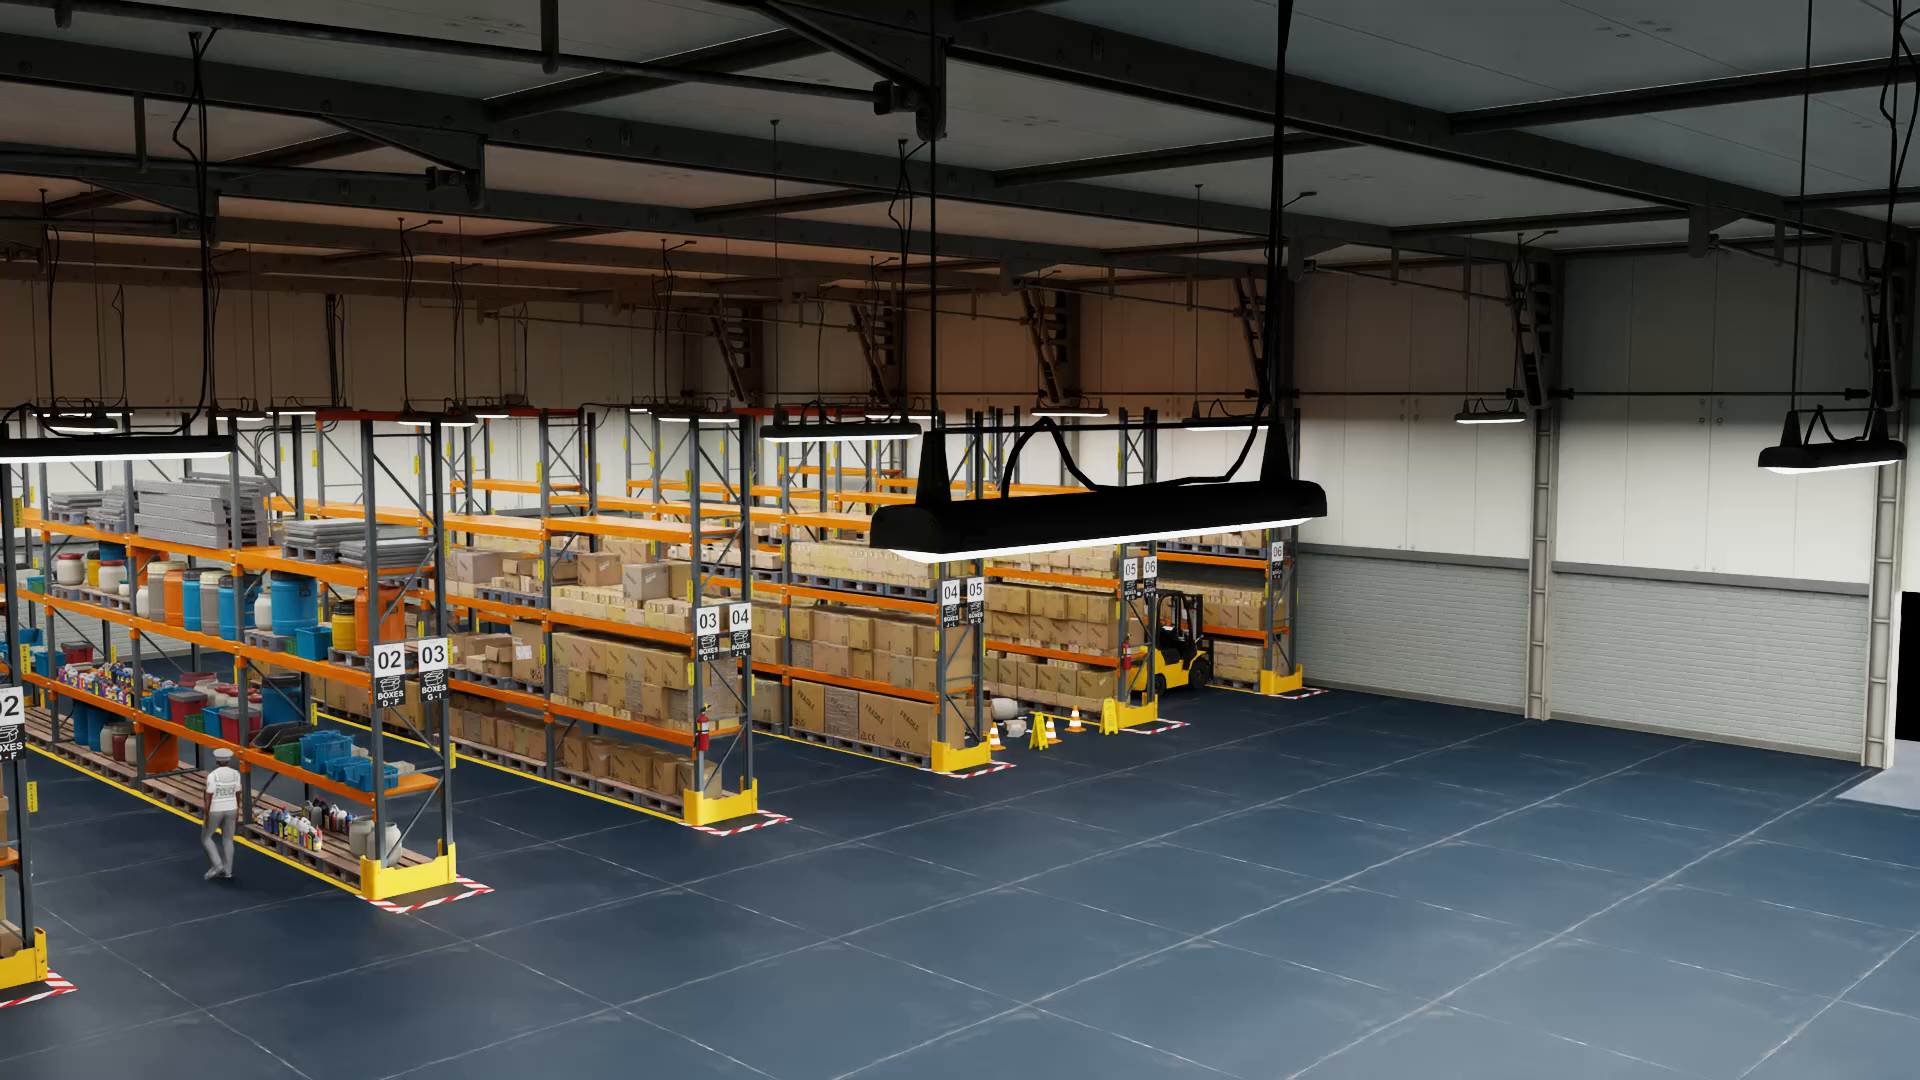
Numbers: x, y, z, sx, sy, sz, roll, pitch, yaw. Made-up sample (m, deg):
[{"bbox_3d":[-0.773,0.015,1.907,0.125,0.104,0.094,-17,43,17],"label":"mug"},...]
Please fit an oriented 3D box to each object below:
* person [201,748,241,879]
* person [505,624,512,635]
[{"bbox_3d":[-9.631,3.571,21.676,0.532,1.679,0.425,-5,7,-45],"label":"person"},{"bbox_3d":[-11.773,1.700,43.222,0.411,1.576,0.659,1,5,15],"label":"person"}]
